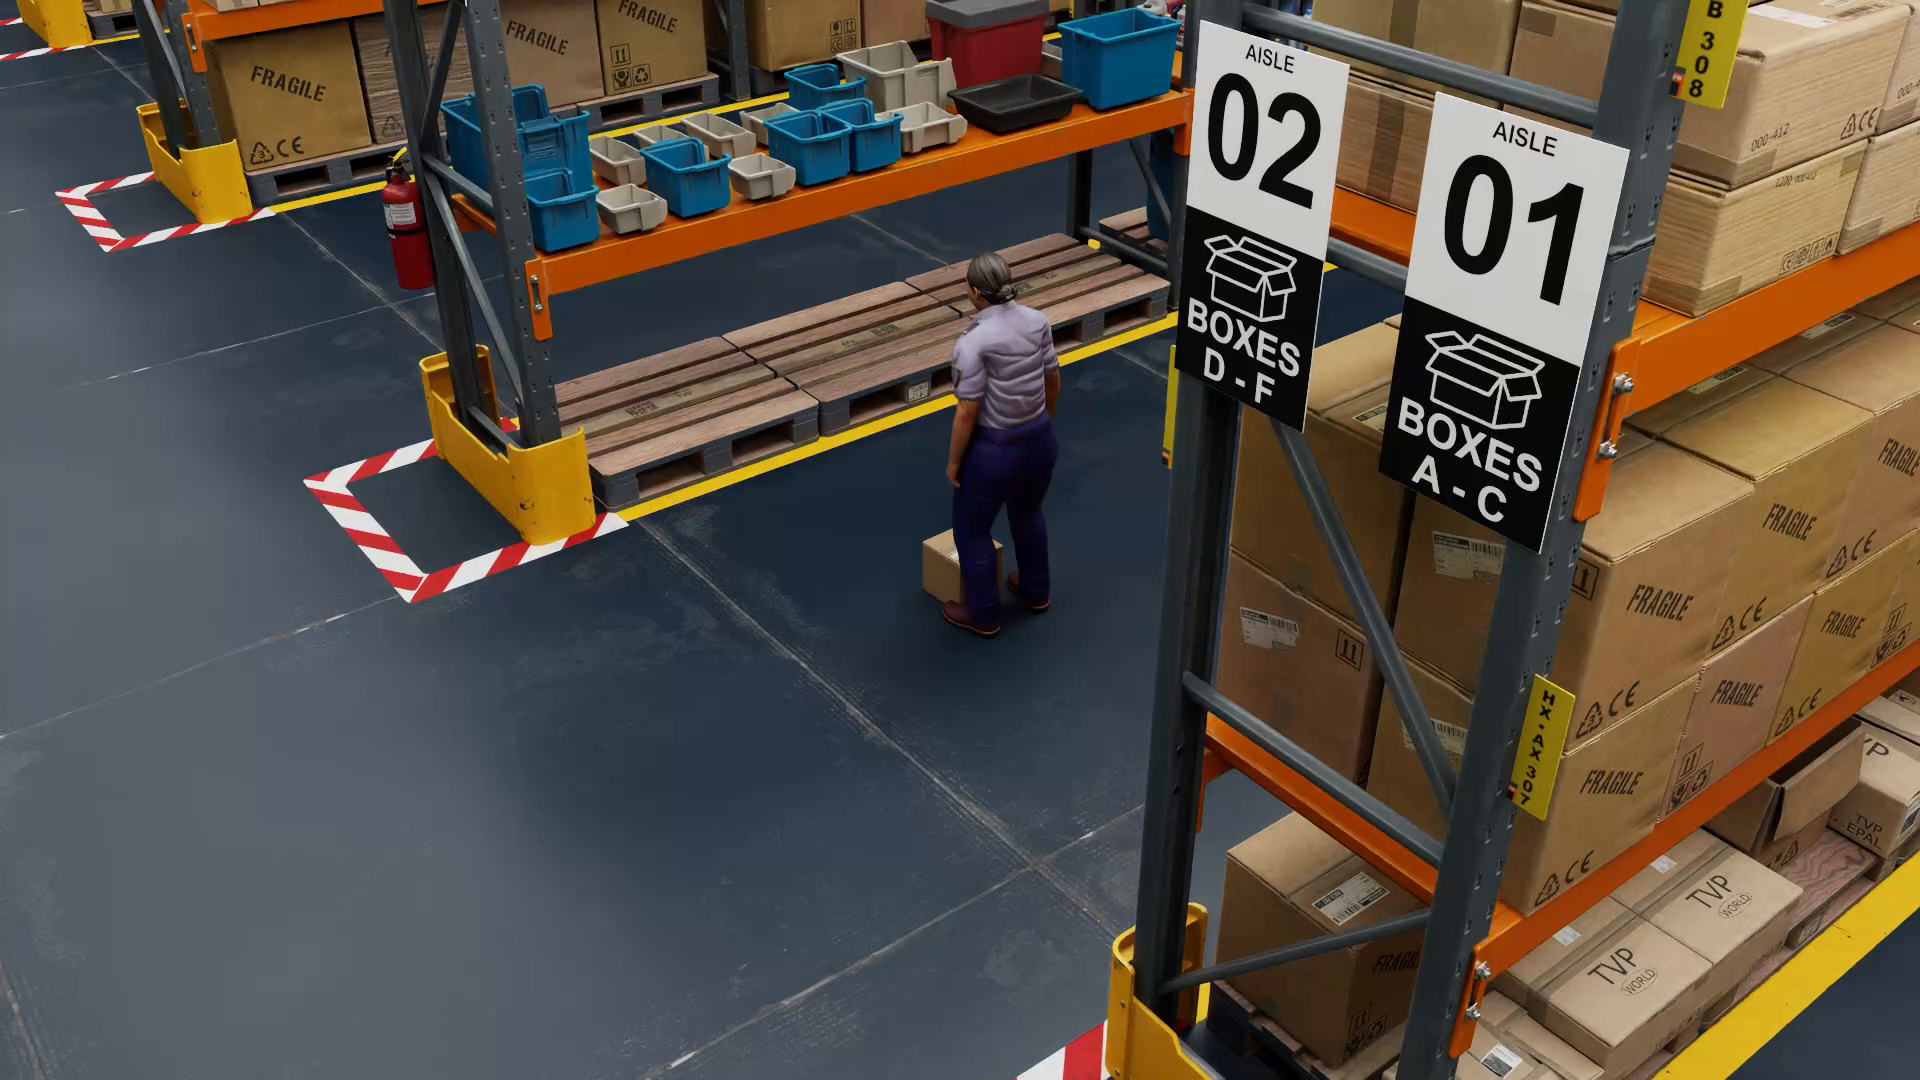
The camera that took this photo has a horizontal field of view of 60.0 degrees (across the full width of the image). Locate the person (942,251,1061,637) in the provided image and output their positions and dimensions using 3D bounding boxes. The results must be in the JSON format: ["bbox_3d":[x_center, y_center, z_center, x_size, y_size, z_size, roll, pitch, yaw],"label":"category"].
[{"bbox_3d":[0.174,-0.376,6.738,0.537,1.651,0.373,-23,39,-32],"label":"person"}]
